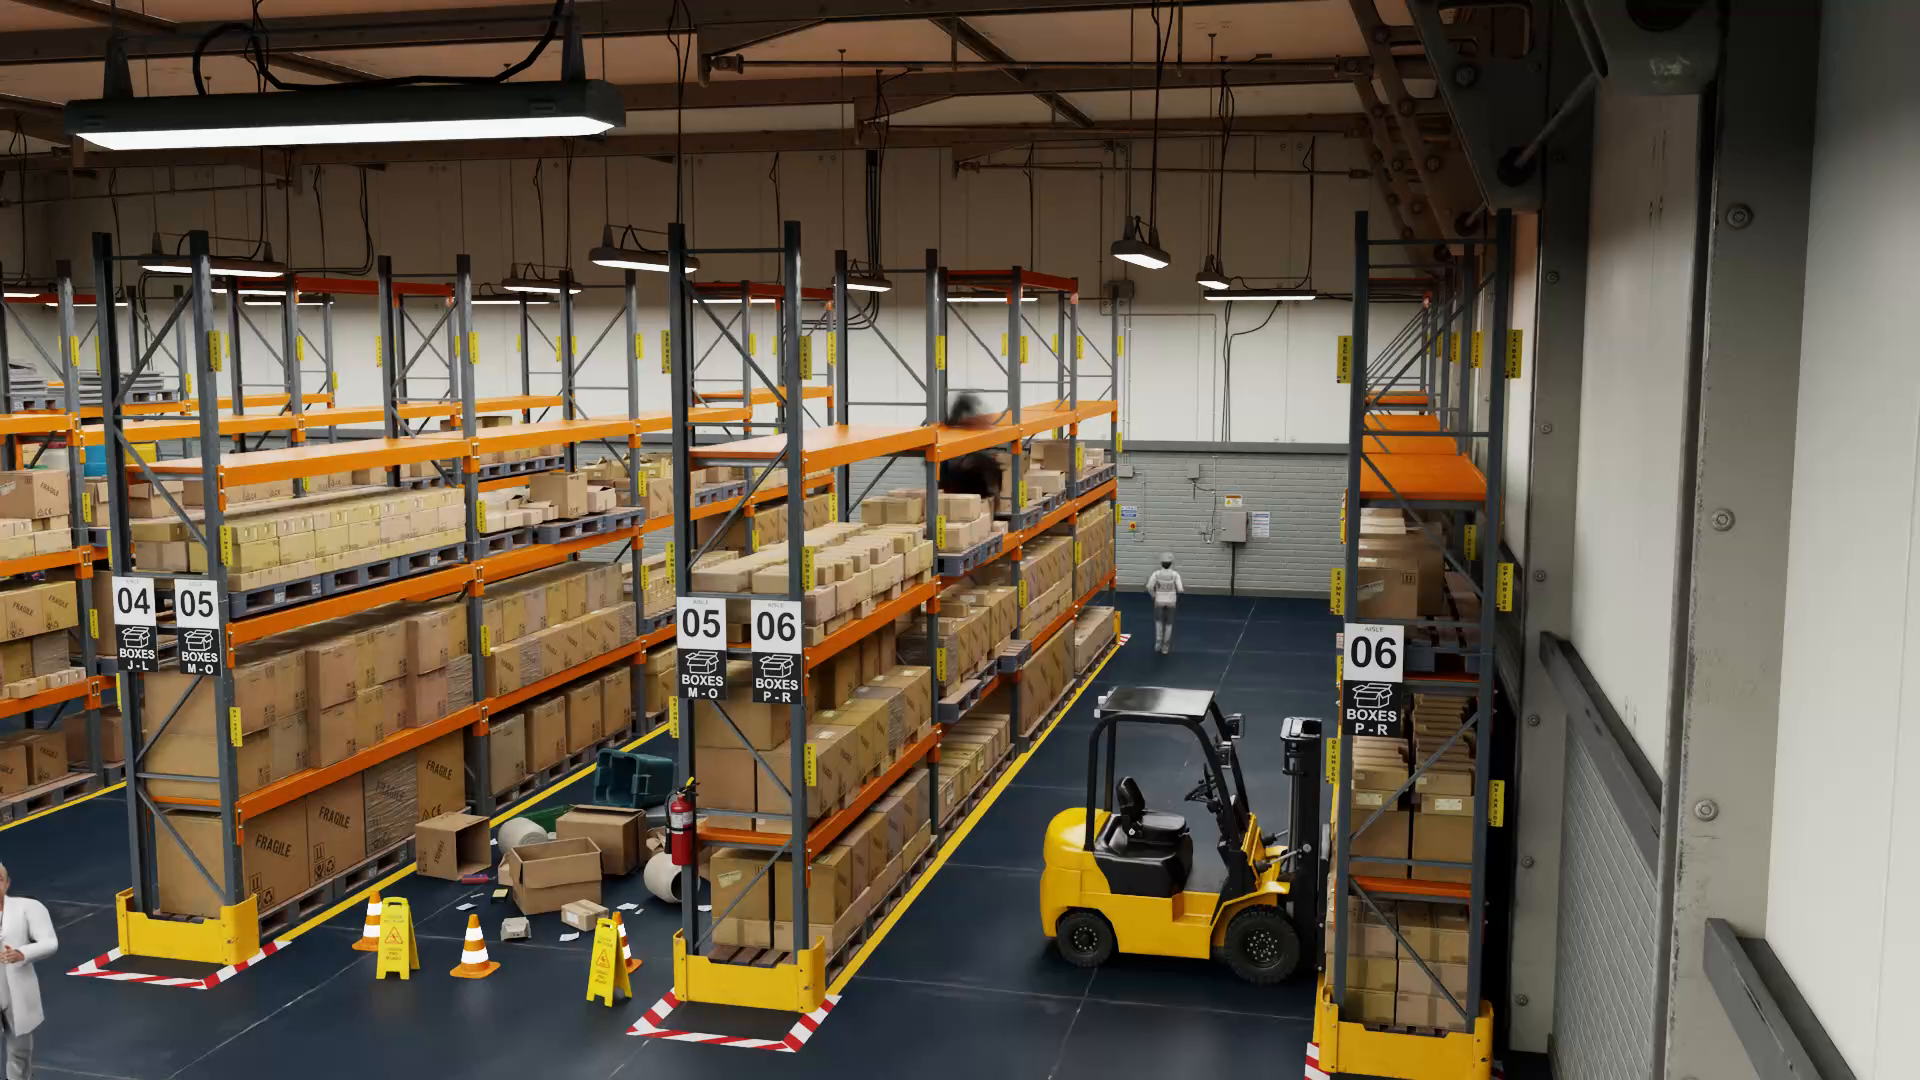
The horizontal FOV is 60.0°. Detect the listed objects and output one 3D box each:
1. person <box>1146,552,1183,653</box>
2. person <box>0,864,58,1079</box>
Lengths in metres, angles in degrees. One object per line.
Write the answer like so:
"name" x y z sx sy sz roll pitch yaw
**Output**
"person" 3.384 1.012 27.288 0.549 1.654 0.527 1 7 9
"person" -6.187 2.963 10.719 0.688 1.807 0.995 -4 8 -32
